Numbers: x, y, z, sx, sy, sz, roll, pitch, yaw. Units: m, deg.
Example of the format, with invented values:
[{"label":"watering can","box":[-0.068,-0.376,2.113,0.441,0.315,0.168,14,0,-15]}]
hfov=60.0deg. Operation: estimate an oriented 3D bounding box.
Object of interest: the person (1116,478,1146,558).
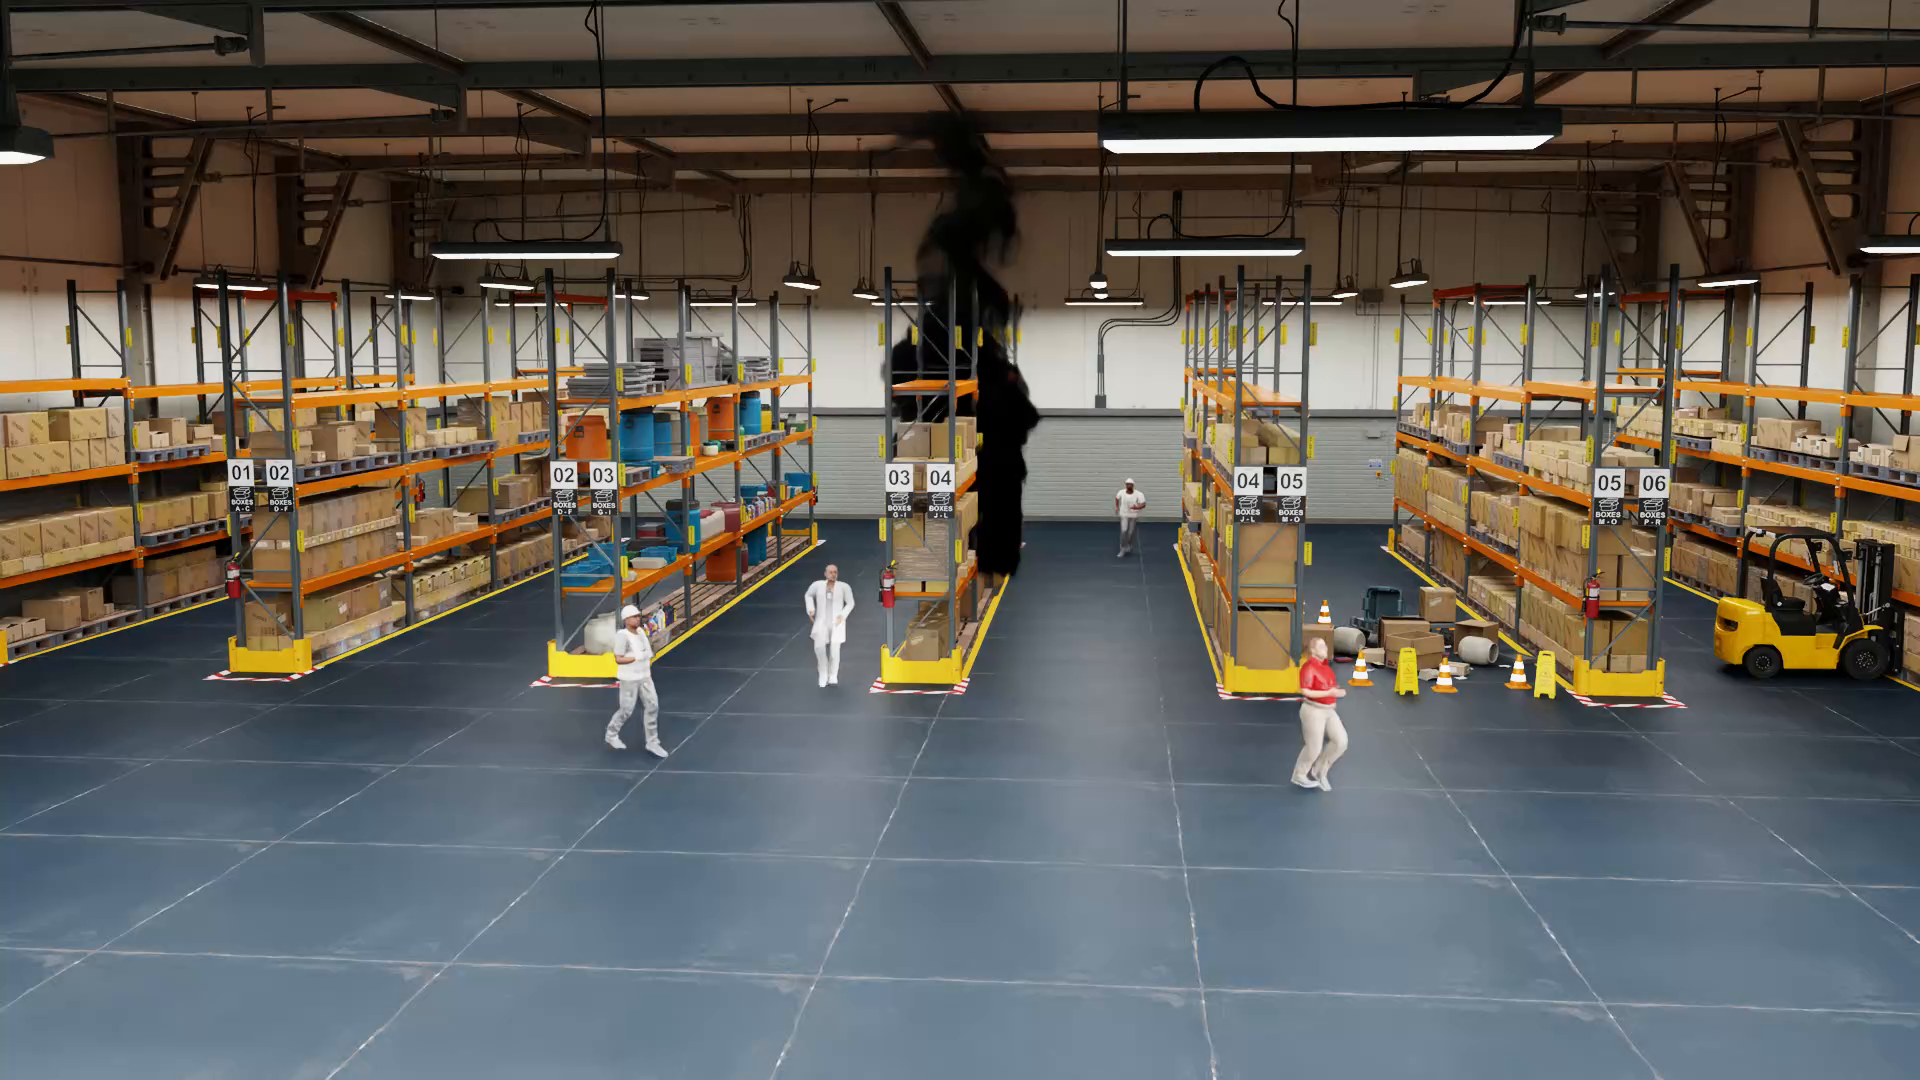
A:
[{"label":"person","box":[3.925,-0.519,38.296,0.703,1.818,0.805,1,7,8]}]

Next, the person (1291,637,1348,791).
[{"label":"person","box":[4.001,1.946,18.348,0.676,1.755,0.643,7,10,43]}]

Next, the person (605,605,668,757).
[{"label":"person","box":[-3.907,1.684,19.926,0.828,1.820,0.668,4,8,28]}]

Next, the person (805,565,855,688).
[{"label":"person","box":[-1.880,1.235,23.954,0.726,1.772,0.676,0,7,-1]}]
